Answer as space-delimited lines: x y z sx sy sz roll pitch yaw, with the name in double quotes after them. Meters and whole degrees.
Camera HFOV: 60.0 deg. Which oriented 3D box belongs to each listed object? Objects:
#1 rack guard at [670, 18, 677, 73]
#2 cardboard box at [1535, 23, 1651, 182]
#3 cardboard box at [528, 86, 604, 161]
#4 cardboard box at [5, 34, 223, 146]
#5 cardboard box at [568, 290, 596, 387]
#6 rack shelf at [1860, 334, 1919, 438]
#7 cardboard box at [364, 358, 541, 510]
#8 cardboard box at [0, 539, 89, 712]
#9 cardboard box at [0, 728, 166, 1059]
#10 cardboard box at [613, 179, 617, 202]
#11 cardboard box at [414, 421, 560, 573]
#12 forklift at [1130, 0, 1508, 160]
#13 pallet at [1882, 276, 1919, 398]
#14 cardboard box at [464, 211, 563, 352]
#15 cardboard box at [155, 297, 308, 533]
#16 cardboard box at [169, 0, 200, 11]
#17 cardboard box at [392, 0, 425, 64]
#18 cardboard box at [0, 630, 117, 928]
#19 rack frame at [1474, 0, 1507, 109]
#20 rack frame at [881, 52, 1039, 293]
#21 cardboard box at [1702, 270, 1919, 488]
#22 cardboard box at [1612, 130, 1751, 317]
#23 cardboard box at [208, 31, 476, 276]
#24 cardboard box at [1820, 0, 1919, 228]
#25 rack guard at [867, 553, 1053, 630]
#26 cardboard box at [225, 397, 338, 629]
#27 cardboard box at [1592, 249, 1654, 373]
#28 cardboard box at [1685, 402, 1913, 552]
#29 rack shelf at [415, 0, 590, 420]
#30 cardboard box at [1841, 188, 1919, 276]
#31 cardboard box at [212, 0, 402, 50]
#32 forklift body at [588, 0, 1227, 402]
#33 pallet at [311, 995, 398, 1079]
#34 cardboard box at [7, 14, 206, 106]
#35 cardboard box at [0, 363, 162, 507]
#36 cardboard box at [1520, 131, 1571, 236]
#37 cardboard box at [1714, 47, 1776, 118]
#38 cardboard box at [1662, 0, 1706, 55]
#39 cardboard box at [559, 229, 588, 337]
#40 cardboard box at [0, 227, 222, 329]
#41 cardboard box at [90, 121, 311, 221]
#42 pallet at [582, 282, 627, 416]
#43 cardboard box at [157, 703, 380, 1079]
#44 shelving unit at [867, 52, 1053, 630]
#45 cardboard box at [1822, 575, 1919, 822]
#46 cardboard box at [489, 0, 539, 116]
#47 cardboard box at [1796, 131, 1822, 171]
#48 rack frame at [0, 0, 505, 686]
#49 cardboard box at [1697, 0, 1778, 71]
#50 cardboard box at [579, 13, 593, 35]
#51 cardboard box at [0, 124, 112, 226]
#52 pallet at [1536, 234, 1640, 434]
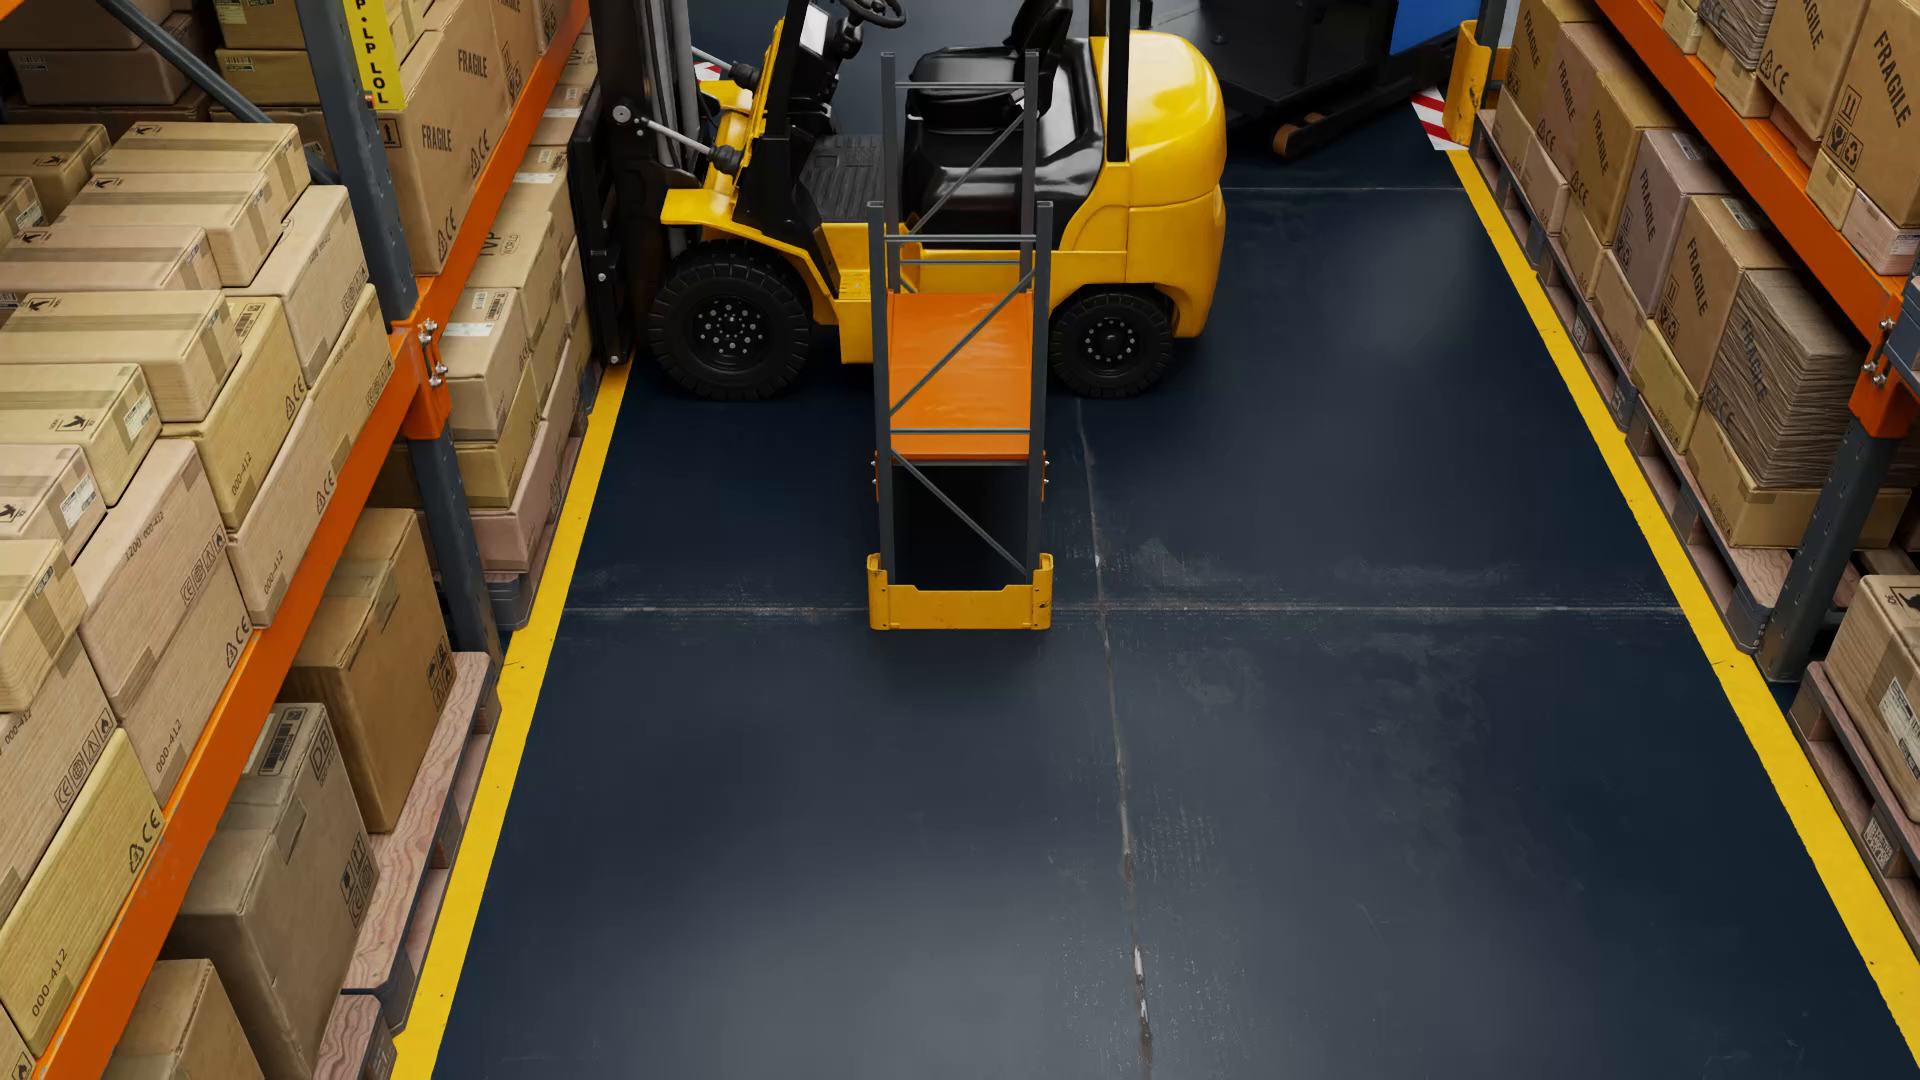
-1.950 -2.293 8.212 1.175 0.500 0.348 0 39 0 "rack guard"
2.744 -1.797 6.857 0.500 0.500 0.500 -1 39 -2 "cardboard box"
-1.627 -1.495 6.281 0.500 0.250 0.500 -1 39 -1 "cardboard box"
-2.216 -1.072 4.609 0.500 0.500 0.500 0 39 0 "cardboard box"
-1.647 -0.785 6.194 0.500 0.250 0.500 1 39 1 "cardboard box"
3.021 0.773 2.962 1.077 0.370 4.000 0 39 0 "rack shelf"
-1.637 -0.341 5.240 0.500 0.250 0.500 0 39 0 "cardboard box"
-1.614 0.134 2.586 0.380 0.149 0.250 -1 39 -1 "cardboard box"
-1.699 0.569 2.761 0.500 0.250 0.500 1 39 1 "cardboard box"
-1.625 -1.599 6.810 0.500 0.250 0.500 -1 39 -1 "cardboard box"
-1.614 -0.146 5.397 0.500 0.250 0.500 0 39 0 "cardboard box"
1.464 -3.352 7.589 3.031 2.935 1.130 -29 47 -31 "forklift"
2.874 -0.205 3.761 1.003 0.211 1.213 0 39 0 "pallet"
-1.622 -0.856 5.483 0.500 0.250 0.500 0 39 0 "cardboard box"
-1.681 -0.260 3.396 0.500 0.250 0.500 -1 39 -1 "cardboard box"
-2.206 -1.517 4.408 0.380 0.149 0.250 -1 39 -1 "cardboard box"
-1.684 -1.406 4.507 0.380 0.149 0.250 1 39 1 "cardboard box"
-1.704 0.375 2.604 0.500 0.250 0.500 0 39 1 "cardboard box"
3.014 -3.260 7.419 1.000 3.000 0.127 0 39 0 "rack frame"
-0.001 -0.956 5.744 0.500 1.500 0.032 0 39 0 "rack frame"
2.750 -0.512 5.253 0.500 0.500 0.500 -1 39 -1 "cardboard box"
2.746 -1.149 6.048 0.500 0.500 0.500 2 39 2 "cardboard box"
-1.684 -1.069 4.605 0.500 0.500 0.500 -1 39 -1 "cardboard box"
2.769 -1.191 4.520 0.500 0.500 0.500 -1 39 -1 "cardboard box"
0.000 0.166 5.343 0.587 0.250 0.087 0 39 0 "rack guard"
-1.677 -0.065 3.552 0.500 0.250 0.500 0 39 0 "cardboard box"
2.743 -0.870 6.300 0.500 0.250 0.500 1 39 1 "cardboard box"
2.749 -0.219 5.487 0.500 0.250 0.500 2 39 2 "cardboard box"
-1.947 -1.722 6.076 1.077 0.370 4.000 0 39 0 "rack shelf"
2.713 -0.861 4.627 0.380 0.149 0.250 0 39 -1 "cardboard box"
-1.649 -1.360 4.212 0.380 0.149 0.250 1 39 1 "cardboard box"
-0.123 -1.738 6.199 2.313 2.155 1.214 0 39 0 "forklift body"
-1.901 1.561 3.633 1.003 0.211 1.213 0 39 0 "pallet"
-2.202 -1.245 4.307 0.380 0.149 0.250 0 39 0 "cardboard box"
-1.686 -0.188 2.988 0.380 0.149 0.250 -1 39 -1 "cardboard box"
2.731 -1.527 7.119 0.500 0.250 0.500 1 39 2 "cardboard box"
2.709 -1.496 5.420 0.380 0.149 0.250 -1 39 -1 "cardboard box"
2.702 -1.817 5.820 0.380 0.149 0.250 0 39 0 "cardboard box"
-1.628 -0.970 6.025 0.500 0.250 0.500 0 39 0 "cardboard box"
-1.757 -0.517 3.397 0.380 0.149 0.250 0 39 0 "cardboard box"
-1.723 -0.831 3.790 0.380 0.149 0.250 1 39 2 "cardboard box"
-1.908 -0.927 6.737 1.003 0.211 1.213 0 39 0 "pallet"
-1.940 0.822 3.889 0.875 0.625 0.625 0 39 0 "cardboard box"
0.000 -0.633 5.340 0.587 1.500 1.083 0 39 0 "shelving unit"
3.022 0.431 4.579 0.950 0.372 0.625 0 39 1 "cardboard box"
-1.703 -1.711 5.407 0.500 0.500 0.500 0 39 0 "cardboard box"
2.784 -1.180 5.025 0.380 0.149 0.250 0 39 0 "cardboard box"
-1.945 -0.752 4.290 1.000 3.000 0.127 0 39 0 "rack frame"
2.757 -1.837 5.326 0.500 0.500 0.500 1 39 1 "cardboard box"
-1.631 -2.128 7.070 0.500 0.250 0.500 1 39 1 "cardboard box"
-2.159 -0.825 3.782 0.380 0.149 0.250 -1 39 -1 "cardboard box"
2.978 -0.855 6.648 1.003 0.211 1.213 0 39 0 "pallet"
